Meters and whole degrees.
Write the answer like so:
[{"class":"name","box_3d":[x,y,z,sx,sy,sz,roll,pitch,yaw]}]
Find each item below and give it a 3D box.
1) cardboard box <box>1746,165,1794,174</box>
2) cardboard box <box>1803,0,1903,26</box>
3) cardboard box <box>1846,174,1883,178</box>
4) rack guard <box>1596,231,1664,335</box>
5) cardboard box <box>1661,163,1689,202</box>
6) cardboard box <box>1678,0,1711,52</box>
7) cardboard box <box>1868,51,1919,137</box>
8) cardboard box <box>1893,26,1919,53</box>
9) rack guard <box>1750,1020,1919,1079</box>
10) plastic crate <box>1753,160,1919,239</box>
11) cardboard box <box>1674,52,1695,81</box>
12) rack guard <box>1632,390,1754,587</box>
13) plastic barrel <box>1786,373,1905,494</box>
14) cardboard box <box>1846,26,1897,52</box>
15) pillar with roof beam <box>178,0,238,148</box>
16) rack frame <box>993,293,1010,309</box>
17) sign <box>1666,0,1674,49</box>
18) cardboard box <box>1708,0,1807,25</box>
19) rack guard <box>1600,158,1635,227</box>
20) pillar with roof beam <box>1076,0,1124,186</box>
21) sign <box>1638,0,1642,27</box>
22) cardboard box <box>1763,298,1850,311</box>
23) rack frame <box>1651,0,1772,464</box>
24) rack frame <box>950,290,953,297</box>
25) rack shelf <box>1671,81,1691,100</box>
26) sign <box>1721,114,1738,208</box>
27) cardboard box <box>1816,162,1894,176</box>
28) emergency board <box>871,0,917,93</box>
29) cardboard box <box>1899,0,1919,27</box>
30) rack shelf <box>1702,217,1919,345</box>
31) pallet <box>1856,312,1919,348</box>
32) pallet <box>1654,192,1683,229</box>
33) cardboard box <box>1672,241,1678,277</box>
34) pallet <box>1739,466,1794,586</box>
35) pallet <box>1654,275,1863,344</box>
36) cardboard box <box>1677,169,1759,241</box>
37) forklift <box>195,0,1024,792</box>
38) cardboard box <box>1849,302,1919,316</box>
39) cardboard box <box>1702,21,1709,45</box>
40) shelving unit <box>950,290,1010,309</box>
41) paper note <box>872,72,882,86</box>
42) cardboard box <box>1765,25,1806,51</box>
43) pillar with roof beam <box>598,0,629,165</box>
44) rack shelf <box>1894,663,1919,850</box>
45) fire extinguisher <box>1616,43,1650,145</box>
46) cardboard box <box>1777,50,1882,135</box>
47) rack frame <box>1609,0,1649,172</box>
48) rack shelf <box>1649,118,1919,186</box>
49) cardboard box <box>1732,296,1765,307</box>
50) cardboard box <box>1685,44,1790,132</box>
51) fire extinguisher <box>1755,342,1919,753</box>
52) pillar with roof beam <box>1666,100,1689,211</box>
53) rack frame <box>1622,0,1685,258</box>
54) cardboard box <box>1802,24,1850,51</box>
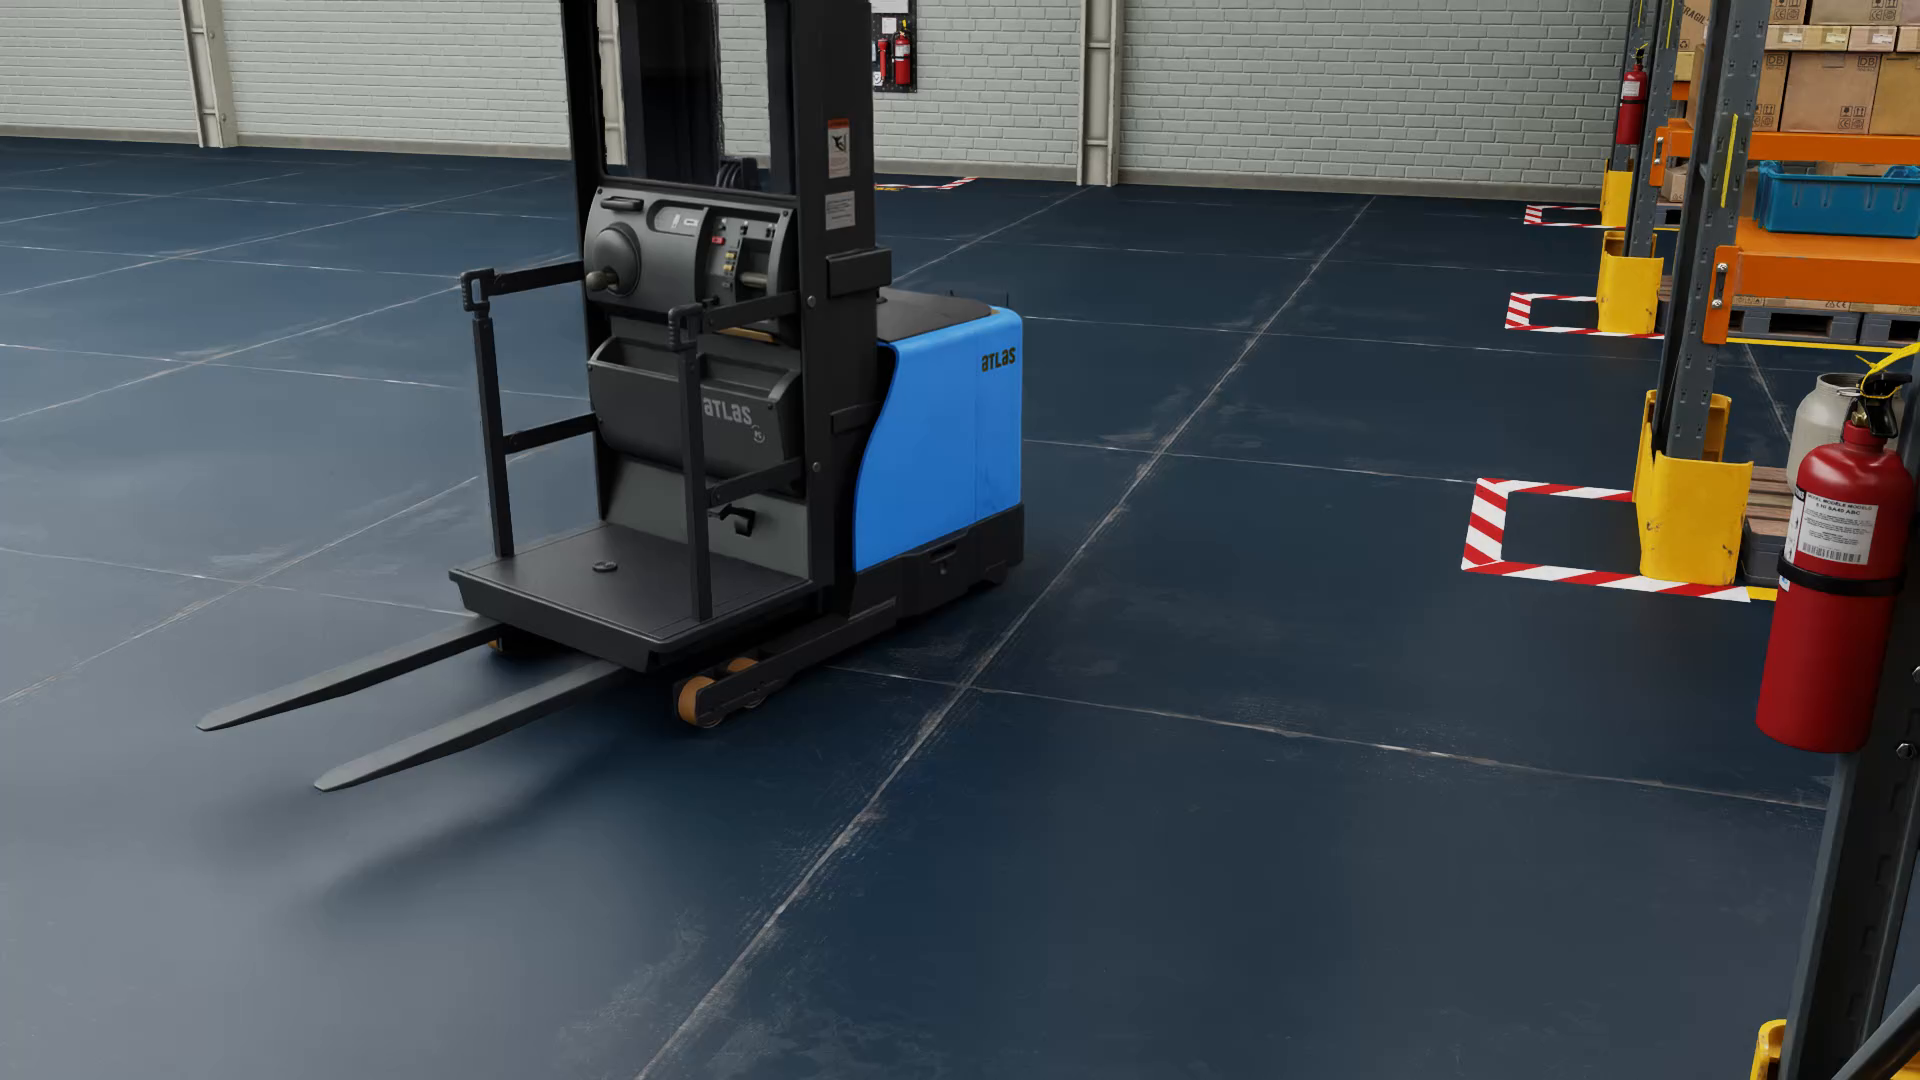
[{"class":"cardboard box","box_3d":[7.401,-3.275,15.331,0.500,0.311,0.500,8,21,23]},{"class":"cardboard box","box_3d":[5.602,-3.505,10.452,0.500,0.500,0.700,6,20,17]},{"class":"cardboard box","box_3d":[6.170,-2.146,11.075,0.500,0.500,0.500,7,20,18]},{"class":"rack guard","box_3d":[4.594,-1.783,11.431,0.348,0.500,1.175,7,20,18]},{"class":"cardboard box","box_3d":[6.863,-3.337,15.508,0.500,0.311,0.500,4,20,12]},{"class":"cardboard box","box_3d":[6.591,-4.649,14.914,0.500,0.500,0.500,7,20,18]},{"class":"cardboard box","box_3d":[6.018,-2.843,10.523,0.500,0.500,0.700,7,20,18]},{"class":"cardboard box","box_3d":[5.892,-3.094,10.257,0.250,0.149,0.380,6,20,16]},{"class":"rack guard","box_3d":[1.434,1.308,2.565,0.348,0.500,1.175,7,20,18]},{"class":"plastic crate","box_3d":[3.558,-1.390,6.732,0.616,0.251,0.499,7,20,18]},{"class":"cardboard box","box_3d":[6.595,-4.288,15.019,0.500,0.250,0.500,6,20,16]},{"class":"rack guard","box_3d":[3.075,-0.247,7.025,0.348,0.500,1.175,7,20,18]},{"class":"plastic barrel","box_3d":[3.634,-0.397,6.800,0.421,0.512,0.421,0,19,0]},{"class":"cardboard box","box_3d":[5.640,-3.122,10.338,0.250,0.149,0.380,6,20,17]},{"class":"pillar with roof beam","box_3d":[-11.232,-8.133,16.737,0.400,9.000,9.100,7,20,18]},{"class":"rack frame","box_3d":[0.166,-0.477,6.849,0.008,1.050,0.200,7,20,18]},{"class":"sign","box_3d":[4.429,-3.235,10.364,0.005,0.325,0.100,7,20,18]},{"class":"cardboard box","box_3d":[5.103,-3.560,10.610,0.500,0.500,0.700,7,20,18]},{"class":"rack guard","box_3d":[6.310,-3.313,15.820,0.348,0.500,1.175,7,20,18]},{"class":"pillar with roof beam","box_3d":[0.103,-6.837,13.019,0.400,9.000,9.100,7,20,18]},{"class":"sign","box_3d":[6.061,-4.741,14.806,0.005,0.325,0.100,7,20,18]},{"class":"cardboard box","box_3d":[5.524,-1.681,10.880,0.500,0.250,0.500,7,20,18]},{"class":"rack frame","box_3d":[2.987,-1.421,6.595,0.127,3.000,1.000,7,20,18]},{"class":"rack frame","box_3d":[-0.065,-0.503,6.925,0.008,1.050,0.200,7,20,18]},{"class":"rack shelf","box_3d":[8.128,-3.946,14.931,4.000,0.370,1.077,7,20,18]},{"class":"sign","box_3d":[2.803,-1.381,6.061,0.005,0.325,0.100,7,20,18]},{"class":"cardboard box","box_3d":[8.078,-3.270,15.028,0.500,0.500,0.700,5,20,15]},{"class":"emergency board","box_3d":[-0.806,-5.622,18.646,0.643,1.169,0.194,7,20,18]},{"class":"cardboard box","box_3d":[6.078,-3.451,10.297,0.500,0.500,0.700,7,20,18]},{"class":"rack shelf","box_3d":[4.877,-0.865,6.094,4.000,0.370,1.077,7,20,18]},{"class":"pallet","box_3d":[6.501,-1.442,10.892,1.213,0.211,1.003,7,20,18]},{"class":"pallet","box_3d":[7.066,-3.078,15.585,1.213,0.211,1.003,7,20,18]},{"class":"cardboard box","box_3d":[5.220,-1.895,11.493,0.500,0.250,0.500,7,20,18]},{"class":"pallet","box_3d":[3.840,-0.021,6.816,1.213,0.211,1.003,7,20,18]},{"class":"pallet","box_3d":[5.353,-1.574,11.272,1.213,0.211,1.003,7,20,18]},{"class":"cardboard box","box_3d":[5.221,-2.249,11.372,0.500,0.500,0.500,7,20,18]},{"class":"forklift","box_3d":[-1.044,-0.961,5.380,1.130,2.935,3.031,14,24,35]},{"class":"cardboard box","box_3d":[5.996,-1.626,10.724,0.500,0.250,0.500,7,20,18]},{"class":"cardboard box","box_3d":[5.040,-3.332,10.941,0.250,0.149,0.380,6,20,17]},{"class":"shelving unit","box_3d":[0.051,-0.490,6.887,0.252,1.050,0.215,7,20,18]},{"class":"paper note","box_3d":[-0.950,-5.246,18.908,0.142,0.148,0.016,7,20,18]},{"class":"cardboard box","box_3d":[5.167,-3.177,10.496,0.250,0.149,0.380,6,20,17]},{"class":"pillar with roof beam","box_3d":[-5.564,-7.485,14.878,0.400,9.000,9.100,7,20,18]},{"class":"rack shelf","box_3d":[3.251,0.675,1.676,4.000,0.370,1.077,7,20,18]},{"class":"fire extinguisher","box_3d":[4.657,-3.081,11.476,0.183,0.674,0.296,7,20,18]},{"class":"cardboard box","box_3d":[5.551,-2.898,10.682,0.500,0.500,0.700,7,20,19]},{"class":"rack frame","box_3d":[6.239,-4.501,15.432,0.127,3.000,1.000,7,20,18]},{"class":"rack shelf","box_3d":[6.506,-2.405,10.511,4.000,0.370,1.077,7,20,18]},{"class":"cardboard box","box_3d":[5.050,-1.733,11.031,0.500,0.250,0.500,7,20,18]},{"class":"cardboard box","box_3d":[5.053,-2.953,10.840,0.500,0.500,0.700,7,20,18]},{"class":"fire extinguisher","box_3d":[1.405,0.000,2.637,0.183,0.674,0.296,7,20,18]},{"class":"pillar with roof beam","box_3d":[5.771,-6.189,11.160,0.400,9.000,9.100,7,20,18]},{"class":"rack frame","box_3d":[4.617,-2.961,11.013,0.127,3.000,1.000,7,20,18]},{"class":"cardboard box","box_3d":[5.402,-3.150,10.418,0.250,0.149,0.380,7,20,18]}]
